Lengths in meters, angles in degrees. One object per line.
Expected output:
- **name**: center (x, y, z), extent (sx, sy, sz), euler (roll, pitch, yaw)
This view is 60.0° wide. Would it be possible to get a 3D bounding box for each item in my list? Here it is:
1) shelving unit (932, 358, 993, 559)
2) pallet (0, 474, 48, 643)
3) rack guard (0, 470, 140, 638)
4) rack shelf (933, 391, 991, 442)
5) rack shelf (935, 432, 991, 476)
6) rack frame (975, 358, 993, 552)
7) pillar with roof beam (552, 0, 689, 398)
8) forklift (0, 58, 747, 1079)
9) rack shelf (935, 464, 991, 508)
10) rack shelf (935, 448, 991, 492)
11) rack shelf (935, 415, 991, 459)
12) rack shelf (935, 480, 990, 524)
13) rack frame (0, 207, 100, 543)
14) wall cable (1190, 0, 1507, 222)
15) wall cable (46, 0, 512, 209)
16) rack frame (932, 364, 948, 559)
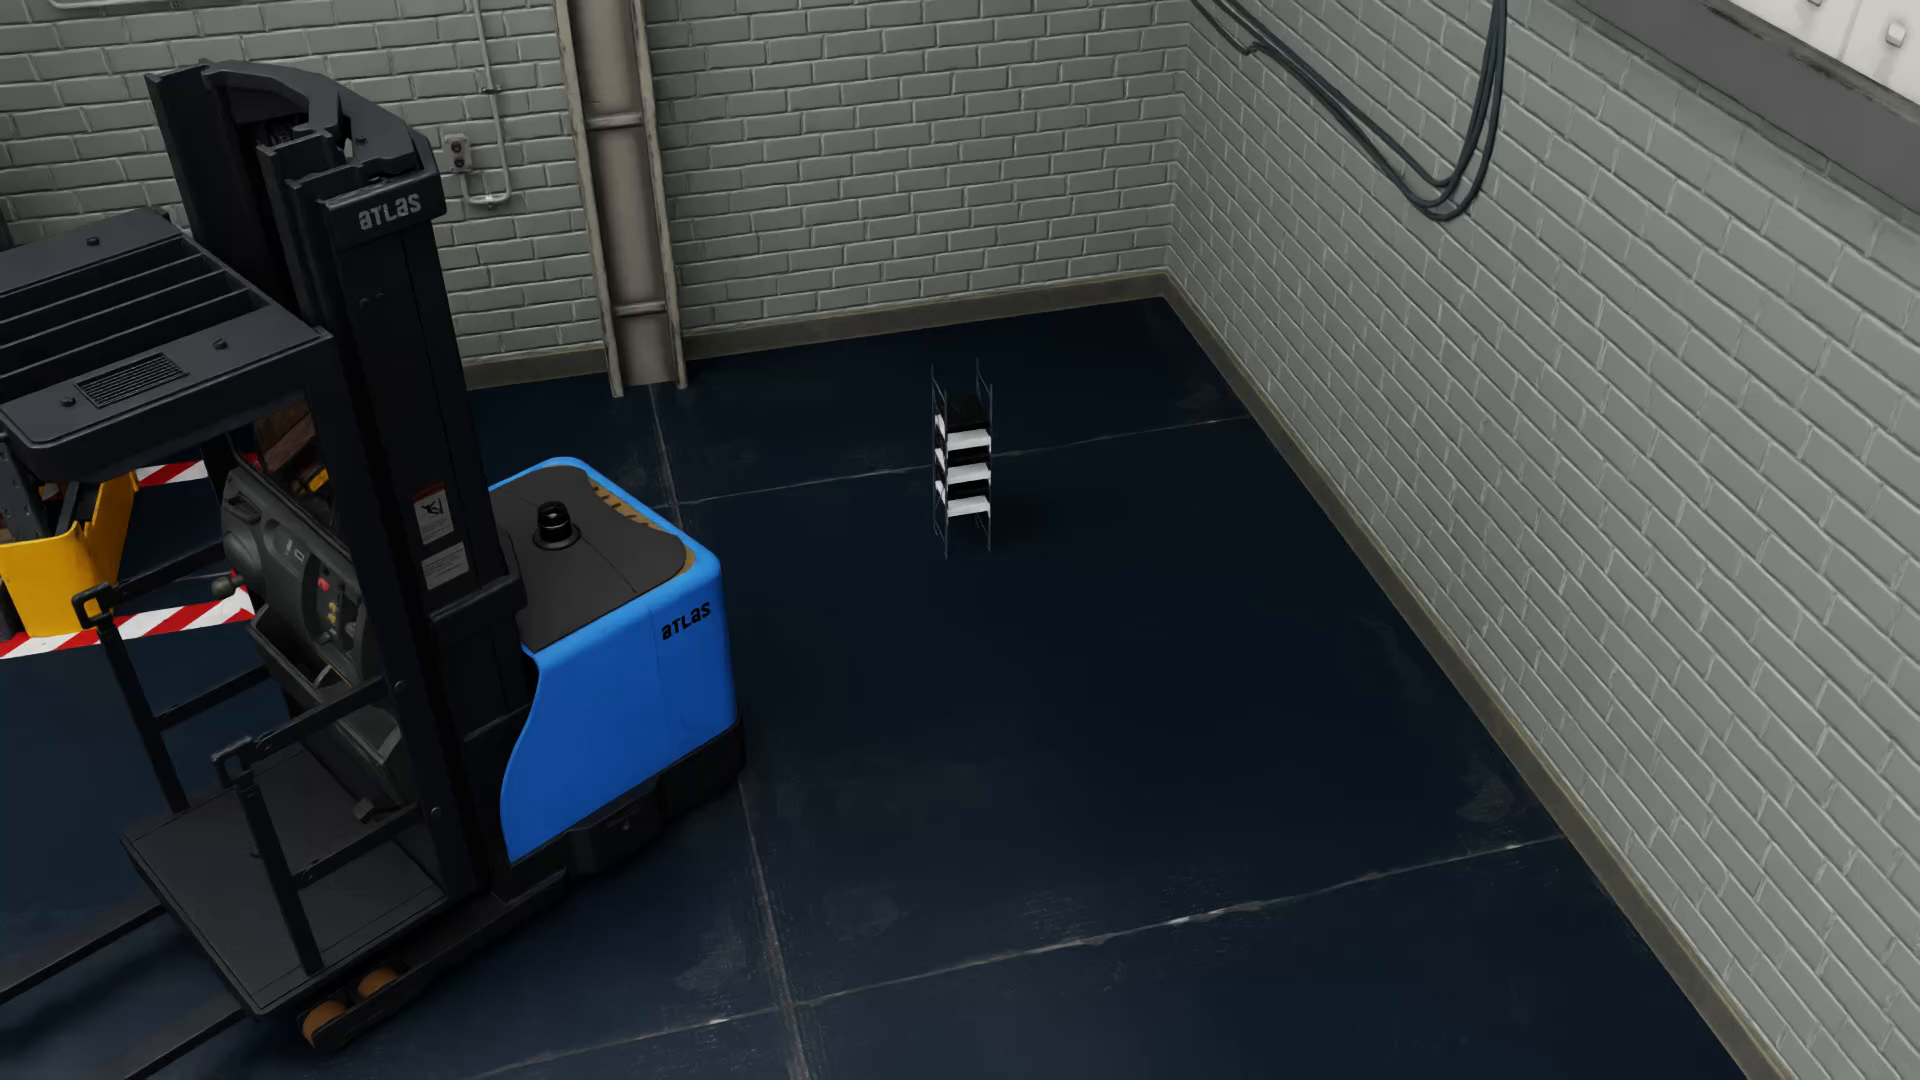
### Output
- **shelving unit**: center (0.008, -0.359, 7.478), extent (0.210, 0.900, 0.258), euler (-9, 38, -12)
- **pallet**: center (-4.801, 0.156, 7.372), extent (1.213, 0.211, 1.003), euler (-9, 38, -12)
- **rack guard**: center (-4.026, -0.135, 7.515), extent (0.348, 0.500, 1.175), euler (-9, 38, -12)
- **rack shelf**: center (0.008, -0.547, 7.334), extent (0.200, 0.077, 0.258), euler (-9, 38, -12)
- **rack shelf**: center (0.008, -0.404, 7.444), extent (0.200, 0.077, 0.258), euler (-9, 38, -12)
- **rack frame**: center (0.106, -0.375, 7.499), extent (0.006, 0.900, 0.240), euler (-9, 38, -12)
- **pillar with roof beam**: center (-0.546, -1.916, 2.849), extent (0.400, 9.000, 9.100), euler (-9, 38, -12)
- **forklift**: center (-2.238, 0.176, 5.107), extent (3.031, 2.935, 1.130), euler (-31, 47, -34)
- **rack shelf**: center (0.008, -0.261, 7.553), extent (0.200, 0.077, 0.258), euler (-9, 38, -12)
- **rack shelf**: center (0.008, -0.332, 7.499), extent (0.200, 0.077, 0.258), euler (-9, 38, -12)
- **rack shelf**: center (0.008, -0.475, 7.389), extent (0.200, 0.077, 0.258), euler (-9, 38, -12)
- **rack shelf**: center (0.008, -0.189, 7.608), extent (0.200, 0.077, 0.258), euler (-9, 38, -12)
- **rack frame**: center (-4.050, -1.124, 6.750), extent (0.127, 3.000, 1.000), euler (-9, 38, -12)
- **wall cable**: center (1.504, -2.959, 6.768), extent (0.112, 2.526, 3.097), euler (-9, 38, -12)
- **wall cable**: center (-3.060, -2.285, 7.432), extent (1.851, 1.984, 0.084), euler (-9, 38, -12)
- **rack frame**: center (-0.090, -0.343, 7.457), extent (0.006, 0.900, 0.240), euler (-9, 38, -12)
